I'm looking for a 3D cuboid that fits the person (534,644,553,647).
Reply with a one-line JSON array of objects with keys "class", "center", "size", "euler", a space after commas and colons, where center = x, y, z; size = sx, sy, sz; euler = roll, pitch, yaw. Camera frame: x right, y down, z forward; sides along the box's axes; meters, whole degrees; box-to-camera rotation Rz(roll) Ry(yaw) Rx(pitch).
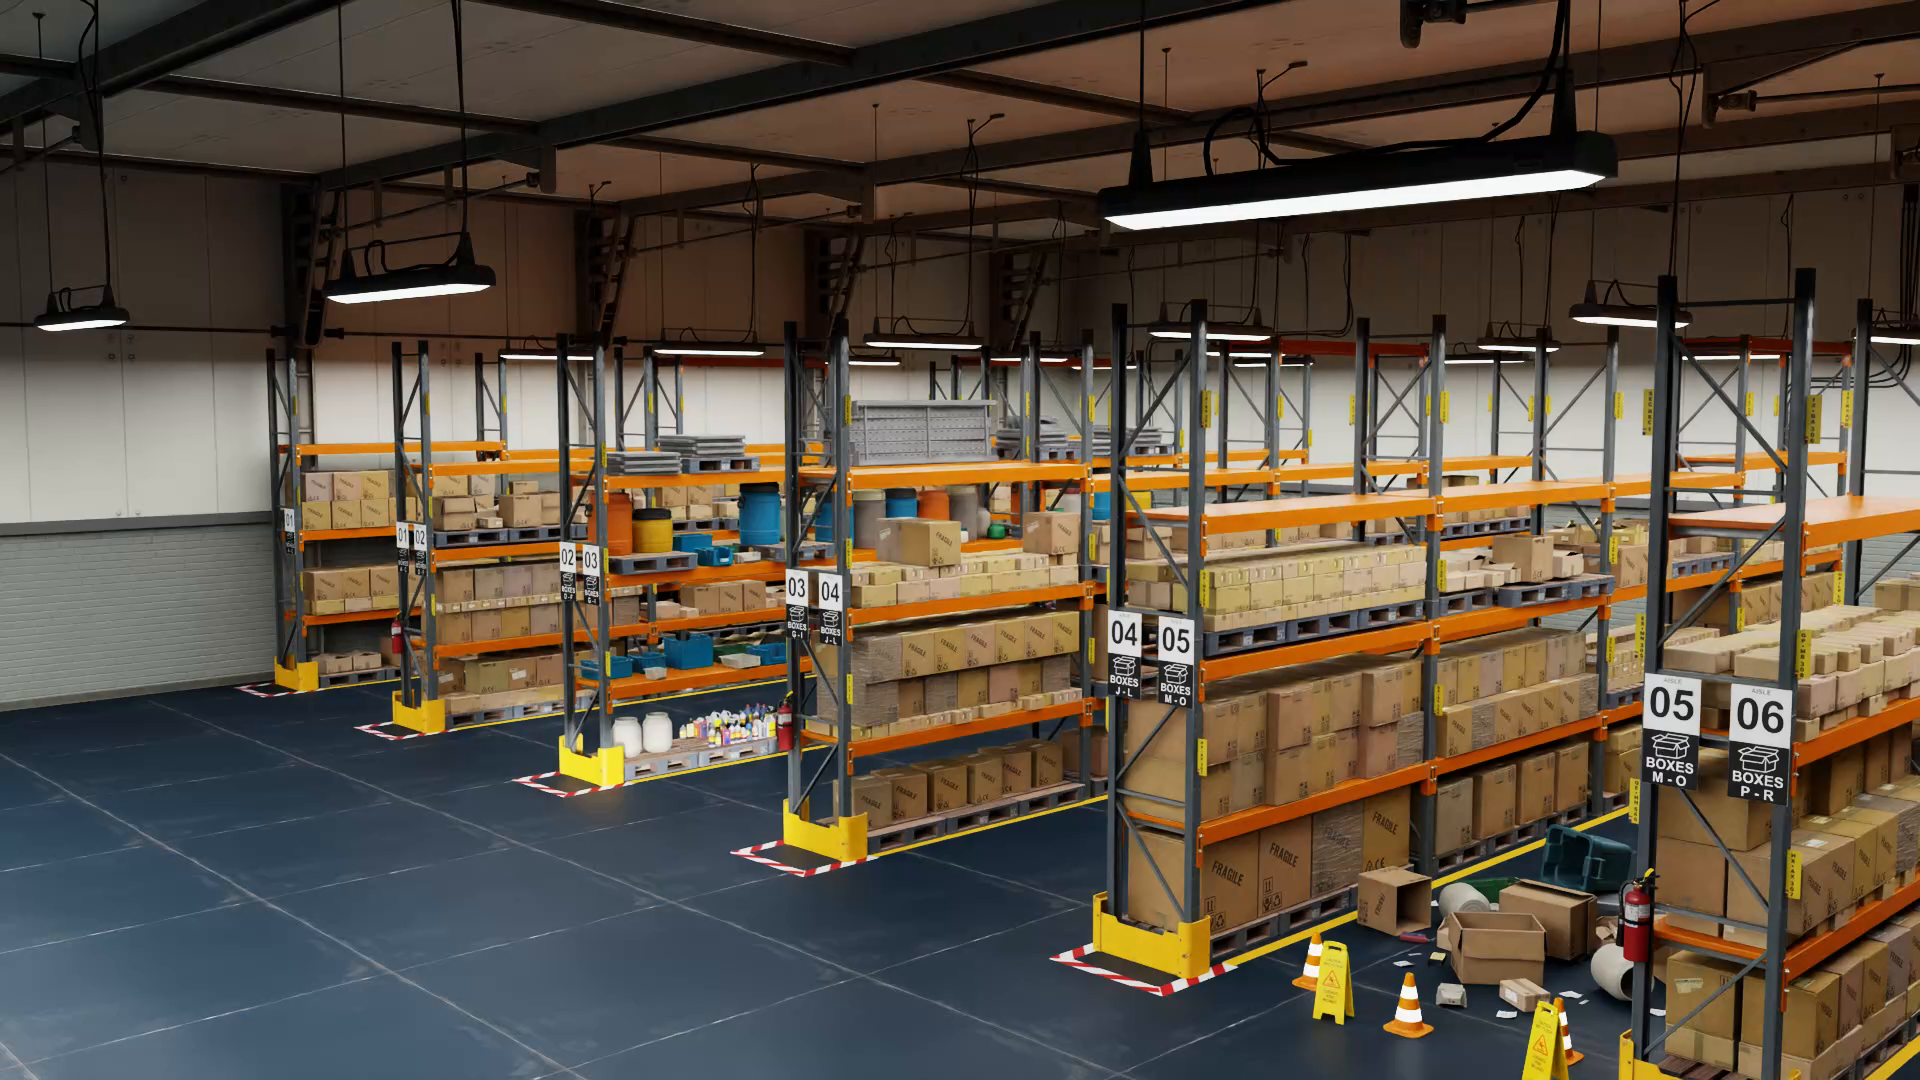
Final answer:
[{"class": "person", "center": [-7.396, 1.762, 29.342], "size": [0.562, 1.778, 0.722], "euler": [3, 6, 30]}]
